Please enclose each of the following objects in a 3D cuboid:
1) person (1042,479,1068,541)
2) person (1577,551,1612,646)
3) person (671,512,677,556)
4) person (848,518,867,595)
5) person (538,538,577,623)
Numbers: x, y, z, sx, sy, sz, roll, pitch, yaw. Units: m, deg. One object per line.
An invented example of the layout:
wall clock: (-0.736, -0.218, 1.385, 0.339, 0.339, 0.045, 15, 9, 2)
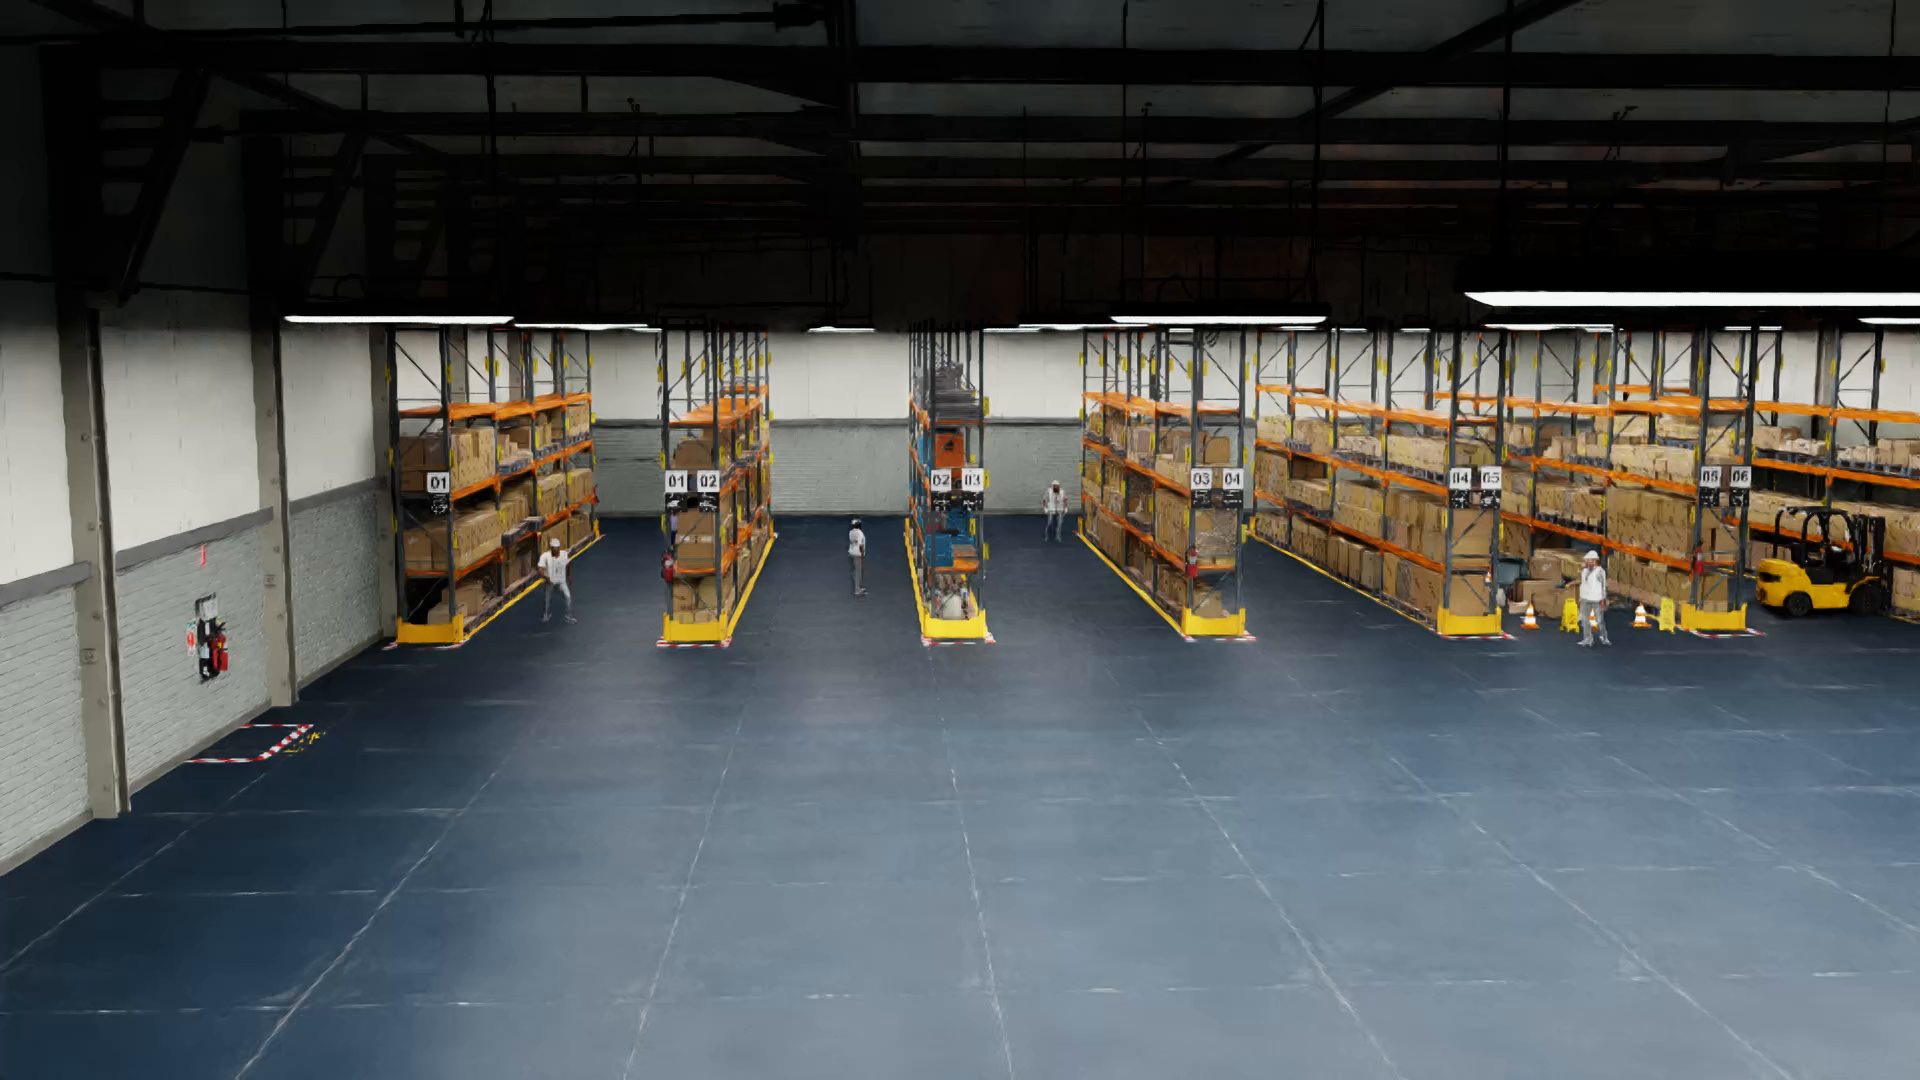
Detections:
person: (2.637, -0.824, 46.118, 0.702, 1.735, 0.549, -1, 7, -4)
person: (11.715, 1.074, 30.673, 0.536, 1.765, 0.627, -4, 8, -31)
person: (-7.025, -0.143, 41.139, 0.479, 1.550, 1.081, -1, 7, -5)
person: (-2.240, 0.349, 36.738, 0.416, 1.679, 0.507, -5, 8, -33)
person: (-8.032, 0.798, 33.005, 0.706, 1.697, 0.801, -3, 8, -23)
